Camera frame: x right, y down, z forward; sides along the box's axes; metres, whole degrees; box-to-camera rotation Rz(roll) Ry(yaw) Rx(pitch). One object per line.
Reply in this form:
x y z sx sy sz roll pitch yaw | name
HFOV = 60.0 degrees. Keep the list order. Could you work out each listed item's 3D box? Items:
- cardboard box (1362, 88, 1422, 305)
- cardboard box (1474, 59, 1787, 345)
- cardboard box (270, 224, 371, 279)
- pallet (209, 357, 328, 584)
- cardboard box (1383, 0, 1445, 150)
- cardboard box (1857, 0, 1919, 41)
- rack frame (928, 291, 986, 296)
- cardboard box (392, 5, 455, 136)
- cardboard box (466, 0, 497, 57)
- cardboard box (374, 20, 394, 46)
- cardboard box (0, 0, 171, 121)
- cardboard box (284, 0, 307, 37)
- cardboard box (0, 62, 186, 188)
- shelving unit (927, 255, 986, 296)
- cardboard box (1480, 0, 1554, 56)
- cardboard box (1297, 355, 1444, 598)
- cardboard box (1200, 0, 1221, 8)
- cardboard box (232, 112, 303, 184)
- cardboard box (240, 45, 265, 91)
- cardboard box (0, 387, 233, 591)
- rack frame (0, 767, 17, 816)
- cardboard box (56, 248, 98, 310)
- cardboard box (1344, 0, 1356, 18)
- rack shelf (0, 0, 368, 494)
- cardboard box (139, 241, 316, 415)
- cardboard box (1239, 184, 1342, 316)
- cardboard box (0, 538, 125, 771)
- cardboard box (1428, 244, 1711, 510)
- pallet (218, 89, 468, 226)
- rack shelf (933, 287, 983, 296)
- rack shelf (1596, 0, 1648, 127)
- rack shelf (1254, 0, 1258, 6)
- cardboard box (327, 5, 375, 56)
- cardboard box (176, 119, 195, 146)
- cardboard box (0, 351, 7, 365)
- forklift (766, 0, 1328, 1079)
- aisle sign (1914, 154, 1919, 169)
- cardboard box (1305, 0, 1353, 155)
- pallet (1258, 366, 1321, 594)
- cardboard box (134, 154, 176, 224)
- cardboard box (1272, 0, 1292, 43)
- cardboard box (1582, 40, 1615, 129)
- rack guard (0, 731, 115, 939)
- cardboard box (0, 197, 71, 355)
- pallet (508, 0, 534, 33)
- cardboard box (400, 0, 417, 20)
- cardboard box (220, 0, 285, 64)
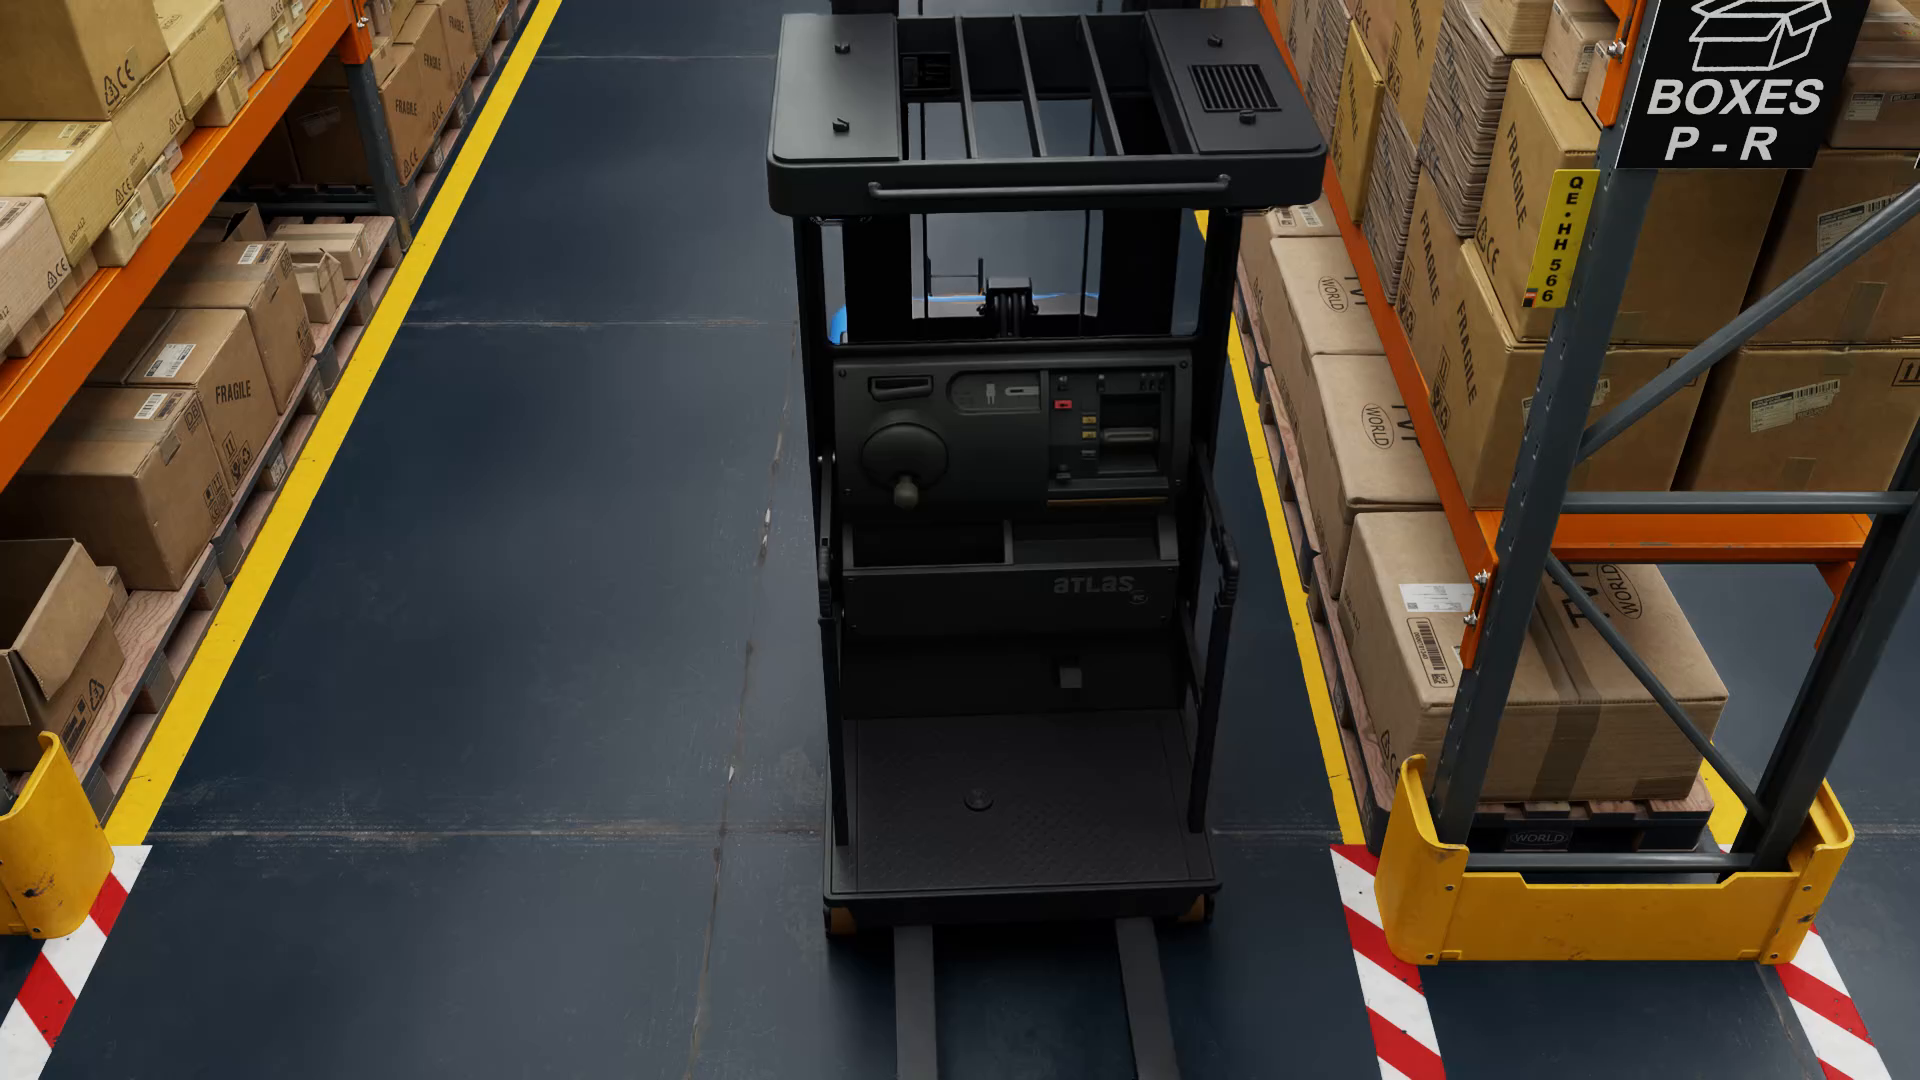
1.558 -1.059 5.092 0.500 0.500 0.500 1 39 1 | cardboard box
1.581 -0.813 3.987 0.500 0.500 0.500 1 39 1 | cardboard box
-2.855 -1.281 7.394 0.380 0.149 0.250 -1 39 -1 | cardboard box
-3.145 -0.296 6.450 1.003 0.211 1.213 0 39 0 | pallet
1.553 -1.449 4.780 0.500 0.500 0.500 0 39 0 | cardboard box
2.024 -1.151 3.889 0.380 0.149 0.250 1 39 1 | cardboard box
-0.009 -0.427 5.944 0.200 1.050 0.008 -2 39 -2 | rack frame
-2.935 -2.402 8.512 0.500 0.500 0.500 -1 39 -1 | cardboard box
-2.926 -3.039 9.306 0.500 0.500 0.500 -1 39 -2 | cardboard box
-2.961 -2.417 8.012 0.380 0.149 0.250 -1 39 -1 | cardboard box
-2.878 -1.649 5.191 0.500 0.500 0.500 1 39 1 | cardboard box
-2.874 -2.118 6.695 0.380 0.149 0.250 1 39 1 | cardboard box
-2.902 -1.370 5.443 0.500 0.250 0.500 -1 39 -1 | cardboard box
-0.014 -0.503 6.039 0.215 1.050 0.252 -2 39 -2 | shelving unit
1.510 -1.309 4.087 0.380 0.149 0.250 0 39 0 | cardboard box
1.709 -0.232 5.854 0.875 0.438 0.875 1 39 1 | cardboard box
1.725 -2.871 8.798 0.875 0.875 0.875 1 39 1 | cardboard box
-3.445 -2.073 8.102 0.500 0.500 0.500 0 39 0 | cardboard box
-2.876 -1.792 6.288 0.380 0.149 0.250 1 39 1 | cardboard box
-3.012 -0.182 5.742 0.700 0.500 0.500 1 39 2 | cardboard box
-3.144 -0.077 3.947 1.000 3.000 0.127 0 39 0 | rack frame
-2.897 -0.832 5.090 0.380 0.149 0.250 1 39 1 | cardboard box
1.557 -2.079 5.566 0.500 0.500 0.500 1 39 1 | cardboard box
-3.147 -1.047 5.733 1.077 0.370 4.000 0 39 0 | rack shelf
-3.014 -0.832 6.552 0.700 0.500 0.500 -1 39 -2 | cardboard box
1.708 -1.355 7.256 0.875 0.438 0.875 -1 39 -1 | cardboard box
-3.050 0.351 5.074 0.797 0.503 0.637 -1 39 -2 | cardboard box
1.554 -0.423 4.299 0.500 0.500 0.500 0 39 0 | cardboard box
-3.188 -1.999 8.575 1.003 0.211 1.213 0 39 0 | pallet
-0.014 -0.717 5.868 0.215 0.259 0.240 -2 39 -2 | rack shelf
1.817 -2.223 4.802 1.077 0.370 4.000 0 39 0 | rack shelf
1.812 -3.554 8.862 1.077 0.370 4.000 0 39 0 | rack shelf
-2.944 -2.360 7.703 0.380 0.149 0.250 -1 39 -1 | cardboard box
-2.960 -1.470 5.887 0.380 0.149 0.250 0 39 1 | cardboard box
-2.952 -0.508 4.686 0.380 0.149 0.250 -1 39 -1 | cardboard box
0.152 -0.211 4.169 1.130 2.935 3.031 -2 39 -2 | forklift
2.109 -1.052 3.086 0.394 0.787 0.004 0 39 0 | aisle sign
1.544 -1.704 5.897 0.500 0.500 0.500 0 39 0 | cardboard box
1.742 -0.255 6.400 1.003 0.211 1.213 0 39 0 | pallet
-2.843 -1.155 5.493 0.380 0.149 0.250 1 39 1 | cardboard box
1.553 -2.329 6.678 0.500 0.500 0.500 1 39 1 | cardboard box
1.619 -0.989 3.688 0.380 0.149 0.250 0 39 1 | cardboard box
-3.145 0.851 4.788 1.175 0.500 0.348 0 39 0 | rack guard
-2.876 -0.734 4.649 0.500 0.250 0.500 0 39 0 | cardboard box
-3.191 -3.524 10.479 1.003 0.211 1.213 0 39 0 | pallet
-2.987 -2.749 8.426 0.380 0.149 0.250 -1 39 -1 | cardboard box
-2.889 -2.004 6.234 0.500 0.250 0.500 0 39 0 | cardboard box
